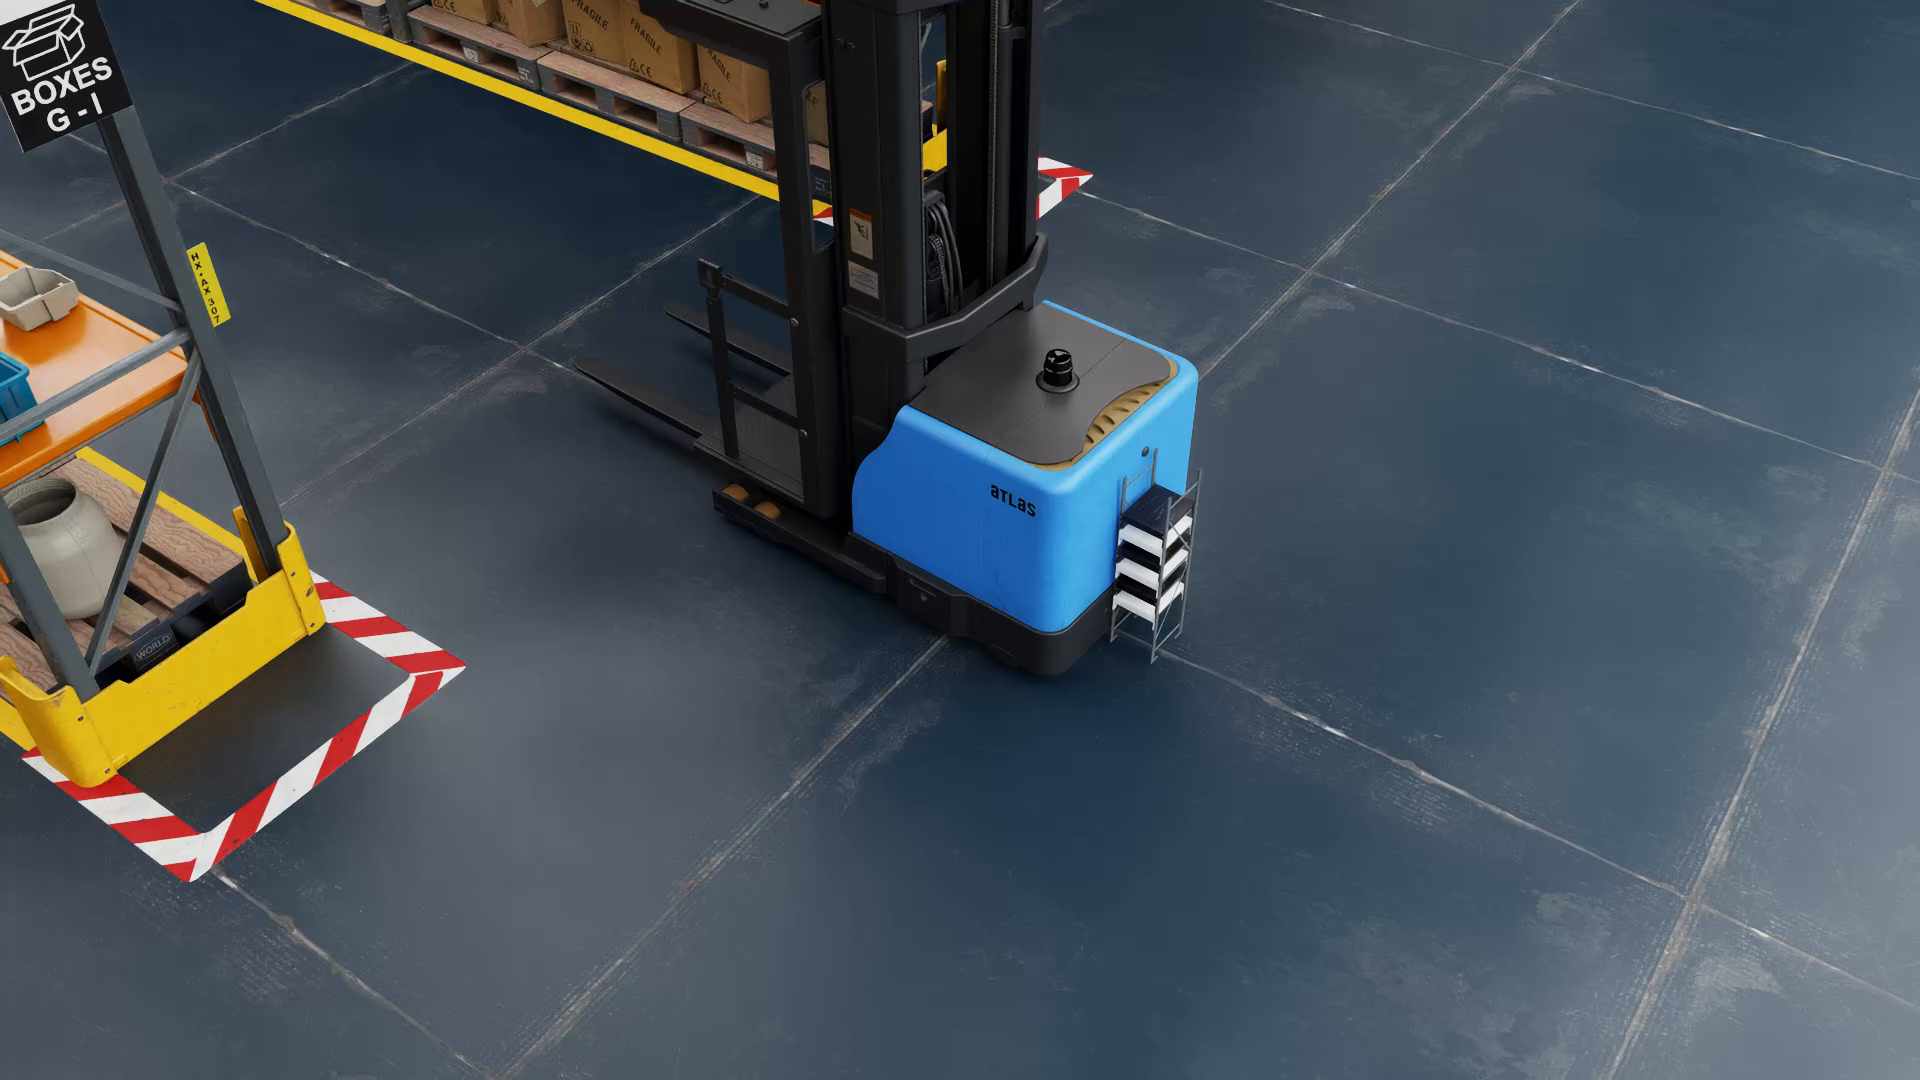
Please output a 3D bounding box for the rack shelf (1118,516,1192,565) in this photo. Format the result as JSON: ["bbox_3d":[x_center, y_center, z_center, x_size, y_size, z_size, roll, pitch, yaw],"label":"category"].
[{"bbox_3d":[0.786,-0.034,6.641,0.200,0.077,0.258,27,49,27],"label":"rack shelf"}]

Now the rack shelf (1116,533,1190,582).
[{"bbox_3d":[0.786,0.034,6.701,0.200,0.077,0.258,27,49,27],"label":"rack shelf"}]

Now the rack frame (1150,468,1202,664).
[{"bbox_3d":[0.866,0.117,6.692,0.006,0.900,0.240,27,49,27],"label":"rack frame"}]

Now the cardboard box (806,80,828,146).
[{"bbox_3d":[-0.732,-2.700,9.826,0.500,0.500,0.500,-33,51,-31],"label":"cardboard box"}]

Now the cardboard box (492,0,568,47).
[{"bbox_3d":[-2.727,-3.594,10.825,0.500,0.500,0.500,-26,48,-26],"label":"cardboard box"}]

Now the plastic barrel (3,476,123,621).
[{"bbox_3d":[-3.657,0.037,6.758,0.421,0.512,0.421,0,42,0],"label":"plastic barrel"}]

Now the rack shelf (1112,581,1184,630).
[{"bbox_3d":[0.786,0.235,6.881,0.200,0.077,0.258,27,49,27],"label":"rack shelf"}]

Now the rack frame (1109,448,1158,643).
[{"bbox_3d":[0.705,0.034,6.785,0.006,0.900,0.240,27,49,27],"label":"rack frame"}]

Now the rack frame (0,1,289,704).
[{"bbox_3d":[-3.074,-0.523,5.834,0.127,3.000,1.000,25,48,25],"label":"rack frame"}]

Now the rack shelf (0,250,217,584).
[{"bbox_3d":[-4.712,-1.021,6.929,4.000,0.370,1.077,25,48,25],"label":"rack shelf"}]

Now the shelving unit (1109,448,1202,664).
[{"bbox_3d":[0.786,0.076,6.739,0.210,0.900,0.258,27,49,27],"label":"shelving unit"}]

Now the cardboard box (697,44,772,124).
[{"bbox_3d":[-1.241,-2.911,10.061,0.500,0.500,0.500,-29,49,-28],"label":"cardboard box"}]

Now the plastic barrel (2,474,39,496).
[{"bbox_3d":[-4.067,-0.155,6.973,0.421,0.512,0.421,0,42,0],"label":"plastic barrel"}]

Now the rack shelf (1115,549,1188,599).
[{"bbox_3d":[0.786,0.101,6.761,0.200,0.077,0.258,27,49,27],"label":"rack shelf"}]

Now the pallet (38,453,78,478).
[{"bbox_3d":[-4.820,-0.269,7.641,1.213,0.211,1.003,25,48,25],"label":"pallet"}]

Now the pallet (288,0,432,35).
[{"bbox_3d":[-4.143,-4.017,11.829,1.213,0.211,1.003,25,48,25],"label":"pallet"}]

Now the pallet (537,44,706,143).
[{"bbox_3d":[-1.932,-3.015,10.710,1.213,0.211,1.003,25,48,25],"label":"pallet"}]

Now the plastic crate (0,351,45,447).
[{"bbox_3d":[-3.656,-0.496,5.915,0.616,0.251,0.499,25,48,25],"label":"plastic crate"}]

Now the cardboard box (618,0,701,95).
[{"bbox_3d":[-1.743,-3.161,10.341,0.500,0.500,0.500,30,50,29],"label":"cardboard box"}]

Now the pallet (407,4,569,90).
[{"bbox_3d":[-2.935,-3.482,11.231,1.213,0.211,1.003,25,48,25],"label":"pallet"}]

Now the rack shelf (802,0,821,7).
[{"bbox_3d":[-1.868,-3.725,9.951,4.000,0.370,1.077,25,48,25],"label":"rack shelf"}]

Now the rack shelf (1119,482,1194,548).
[{"bbox_3d":[0.786,-0.101,6.581,0.200,0.077,0.258,27,49,27],"label":"rack shelf"}]

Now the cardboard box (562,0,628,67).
[{"bbox_3d":[-2.174,-3.399,10.607,0.500,0.500,0.500,21,46,22],"label":"cardboard box"}]

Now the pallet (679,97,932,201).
[{"bbox_3d":[-0.937,-2.548,10.187,1.213,0.211,1.003,25,48,25],"label":"pallet"}]

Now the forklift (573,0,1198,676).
[{"bbox_3d":[-0.497,-1.351,6.810,3.031,2.935,1.130,27,49,27],"label":"forklift"}]

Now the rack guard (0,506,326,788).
[{"bbox_3d":[-3.163,0.405,6.671,0.348,0.500,1.175,25,48,25],"label":"rack guard"}]

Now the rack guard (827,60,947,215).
[{"bbox_3d":[-0.292,-2.325,9.722,0.348,0.500,1.175,25,48,25],"label":"rack guard"}]

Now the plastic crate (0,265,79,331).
[{"bbox_3d":[-3.622,-0.943,6.501,0.250,0.136,0.298,25,48,25],"label":"plastic crate"}]

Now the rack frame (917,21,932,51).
[{"bbox_3d":[-0.230,-3.227,8.856,0.127,3.000,1.000,25,48,25],"label":"rack frame"}]

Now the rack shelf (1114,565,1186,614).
[{"bbox_3d":[0.786,0.168,6.821,0.200,0.077,0.258,27,49,27],"label":"rack shelf"}]

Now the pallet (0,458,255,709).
[{"bbox_3d":[-3.825,0.199,7.118,1.213,0.211,1.003,25,48,25],"label":"pallet"}]

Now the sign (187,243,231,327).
[{"bbox_3d":[-2.755,-0.925,6.075,0.005,0.325,0.100,25,48,25],"label":"sign"}]

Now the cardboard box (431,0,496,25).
[{"bbox_3d":[-3.201,-3.809,11.065,0.500,0.500,0.500,24,47,24],"label":"cardboard box"}]

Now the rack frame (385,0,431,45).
[{"bbox_3d":[-3.505,-4.759,10.567,0.127,3.000,1.000,25,48,25],"label":"rack frame"}]

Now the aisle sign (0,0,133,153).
[{"bbox_3d":[-2.847,-1.624,5.115,0.004,0.787,0.394,25,48,25],"label":"aisle sign"}]
